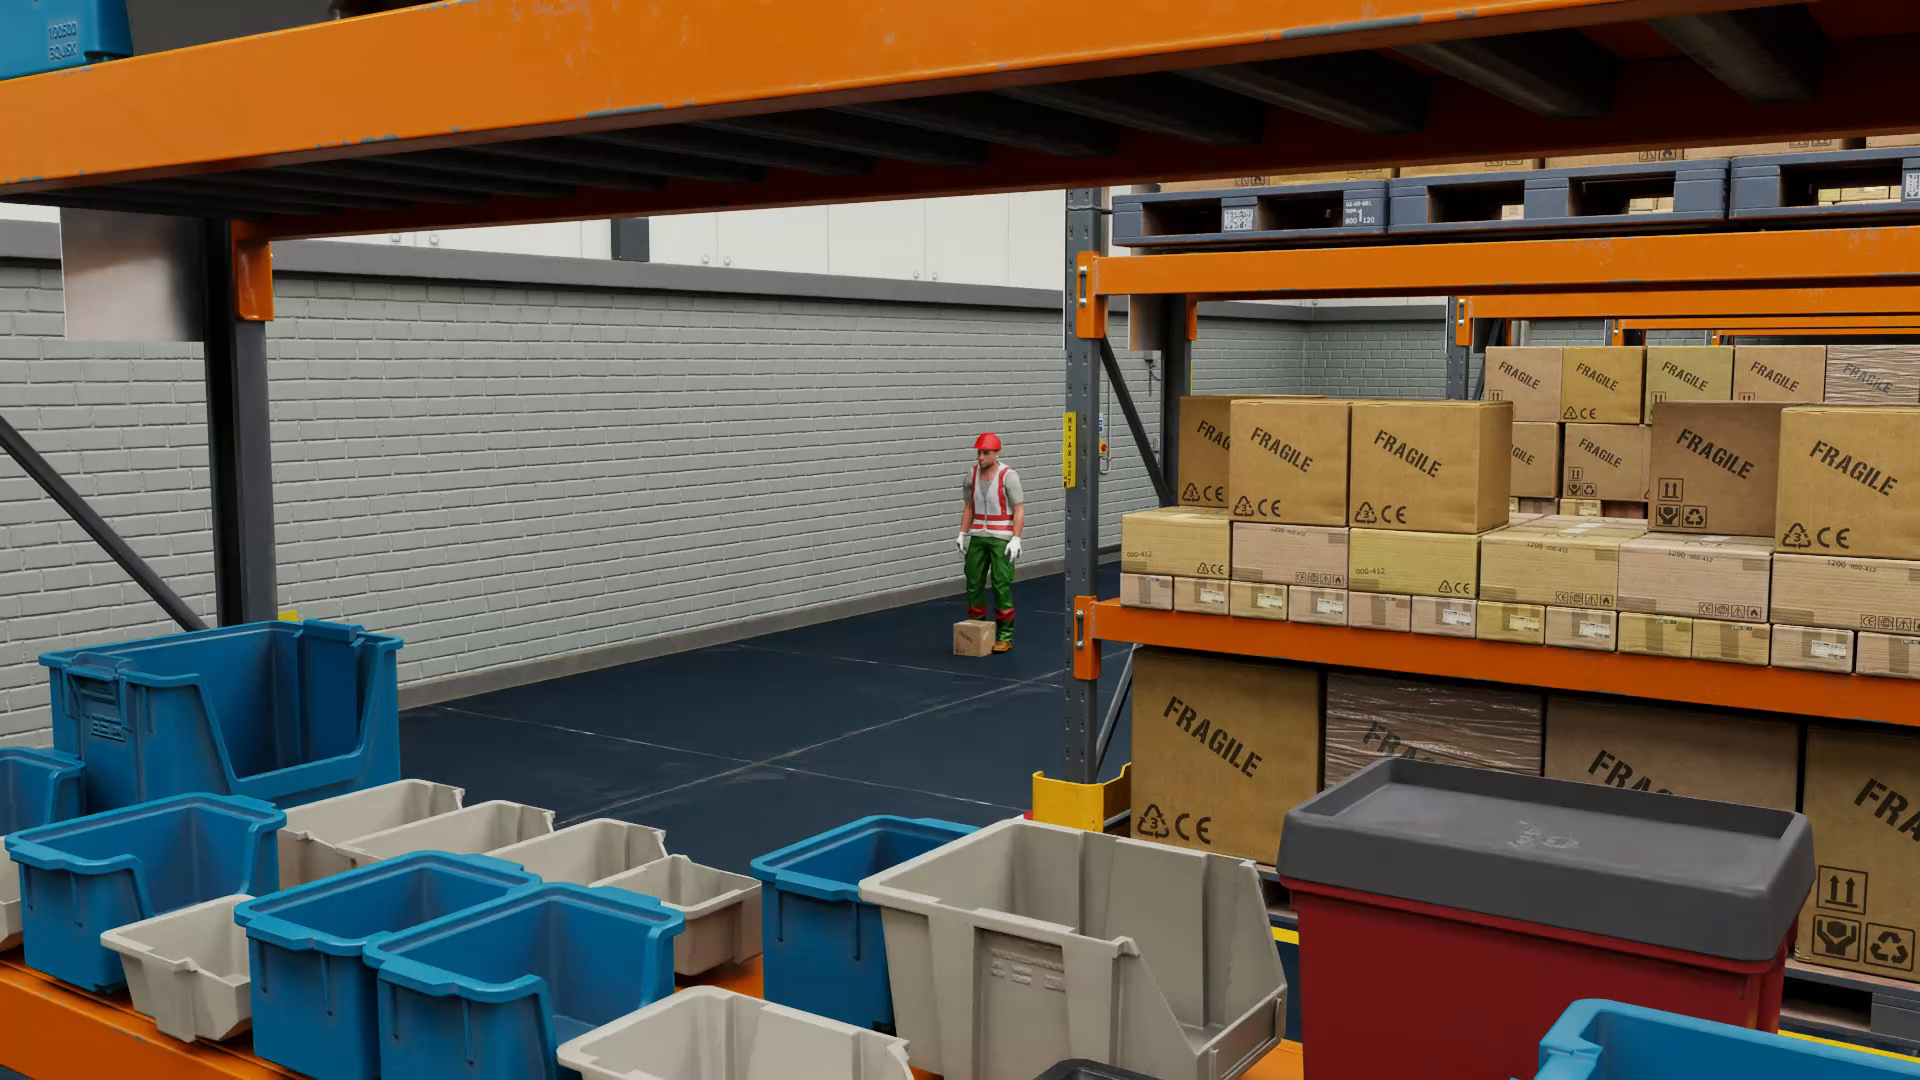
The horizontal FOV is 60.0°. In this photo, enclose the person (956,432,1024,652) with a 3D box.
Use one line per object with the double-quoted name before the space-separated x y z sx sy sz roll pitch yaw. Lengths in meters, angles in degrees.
"person" 0.242 0.013 13.527 0.608 1.780 0.448 4 7 34
